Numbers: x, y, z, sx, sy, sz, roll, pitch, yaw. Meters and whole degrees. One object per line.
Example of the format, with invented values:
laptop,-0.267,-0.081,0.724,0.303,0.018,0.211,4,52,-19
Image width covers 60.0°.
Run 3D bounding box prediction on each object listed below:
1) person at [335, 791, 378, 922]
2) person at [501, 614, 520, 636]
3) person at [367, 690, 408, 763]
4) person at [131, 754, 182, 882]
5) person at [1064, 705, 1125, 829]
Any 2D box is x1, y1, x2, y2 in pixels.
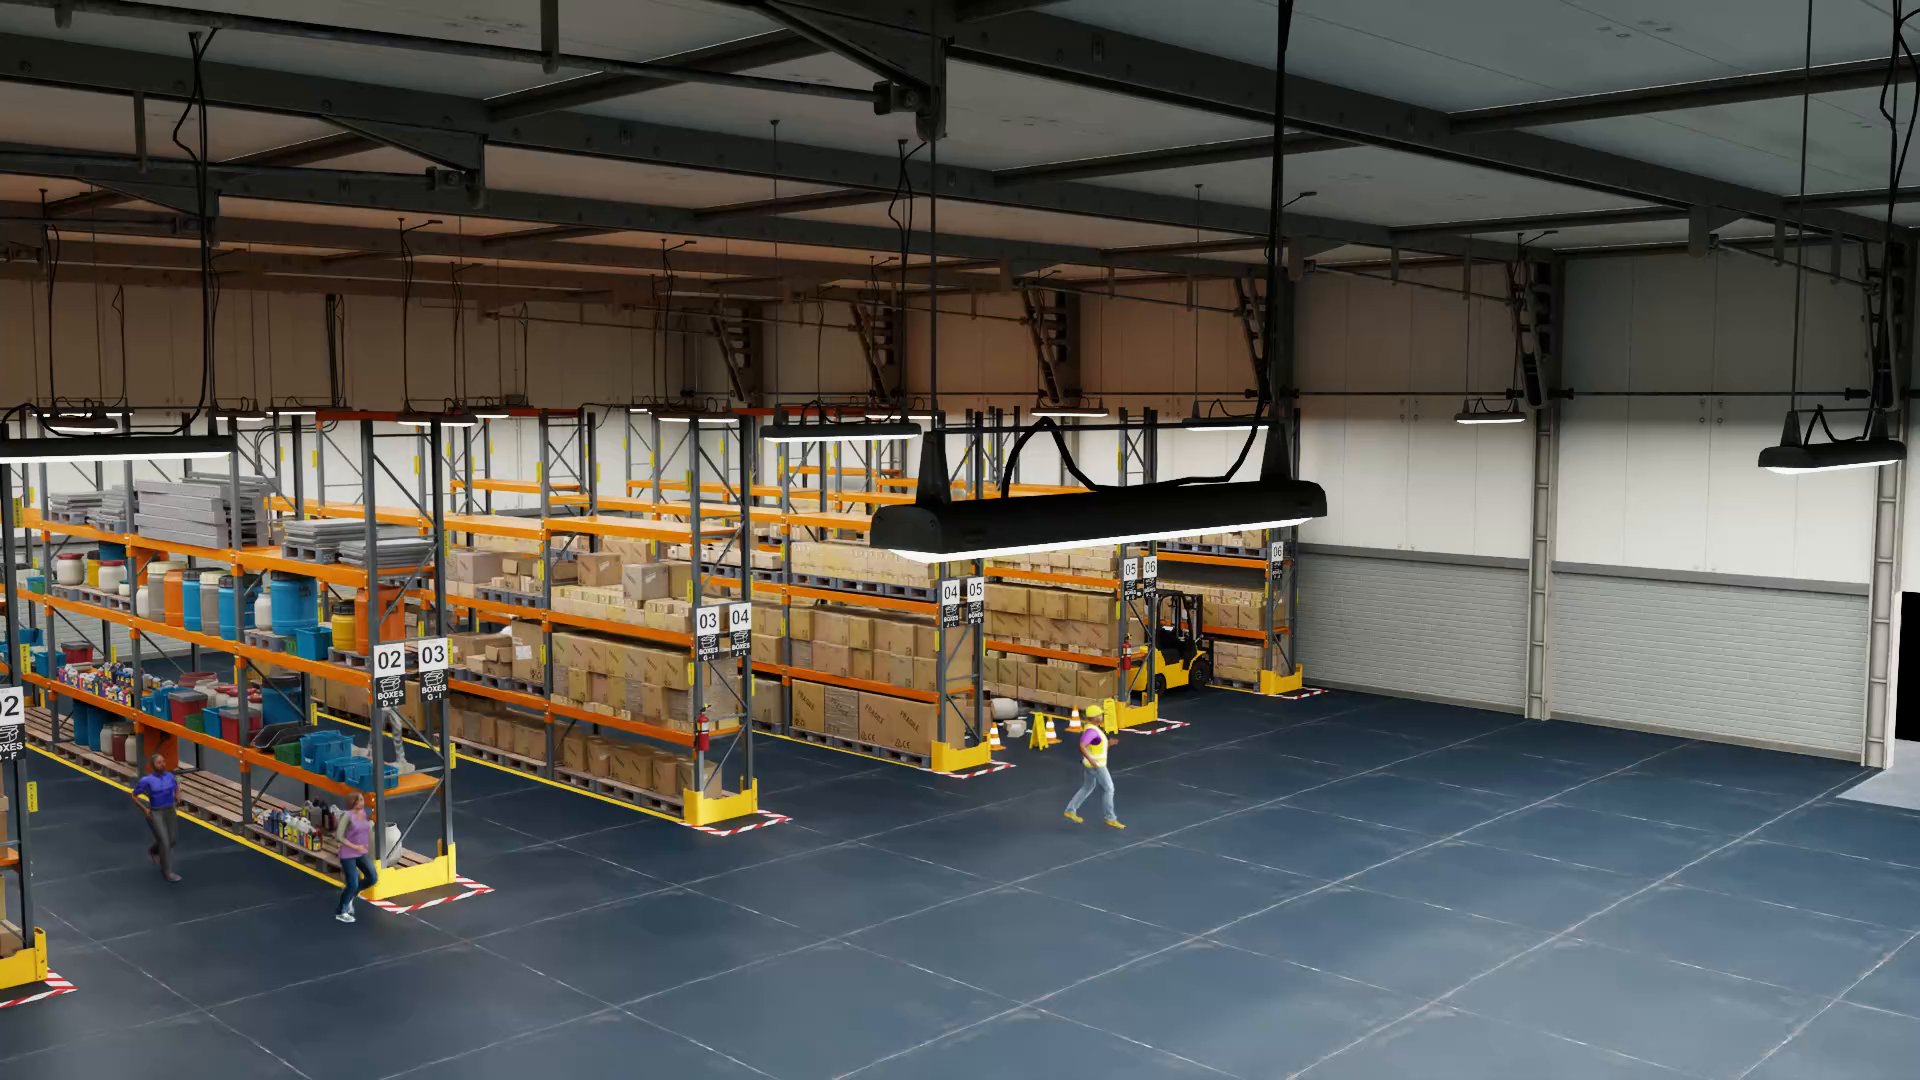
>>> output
person,-7.237,3.791,19.991,0.500,1.556,0.609,2,5,20
person,-9.301,2.378,34.976,0.706,1.724,0.523,-5,7,-43
person,-9.781,2.899,28.359,0.972,1.784,0.678,5,7,42
person,-10.437,3.596,21.684,0.815,1.623,0.588,3,6,33
person,1.957,3.291,24.154,0.880,1.797,0.686,-1,5,-7
